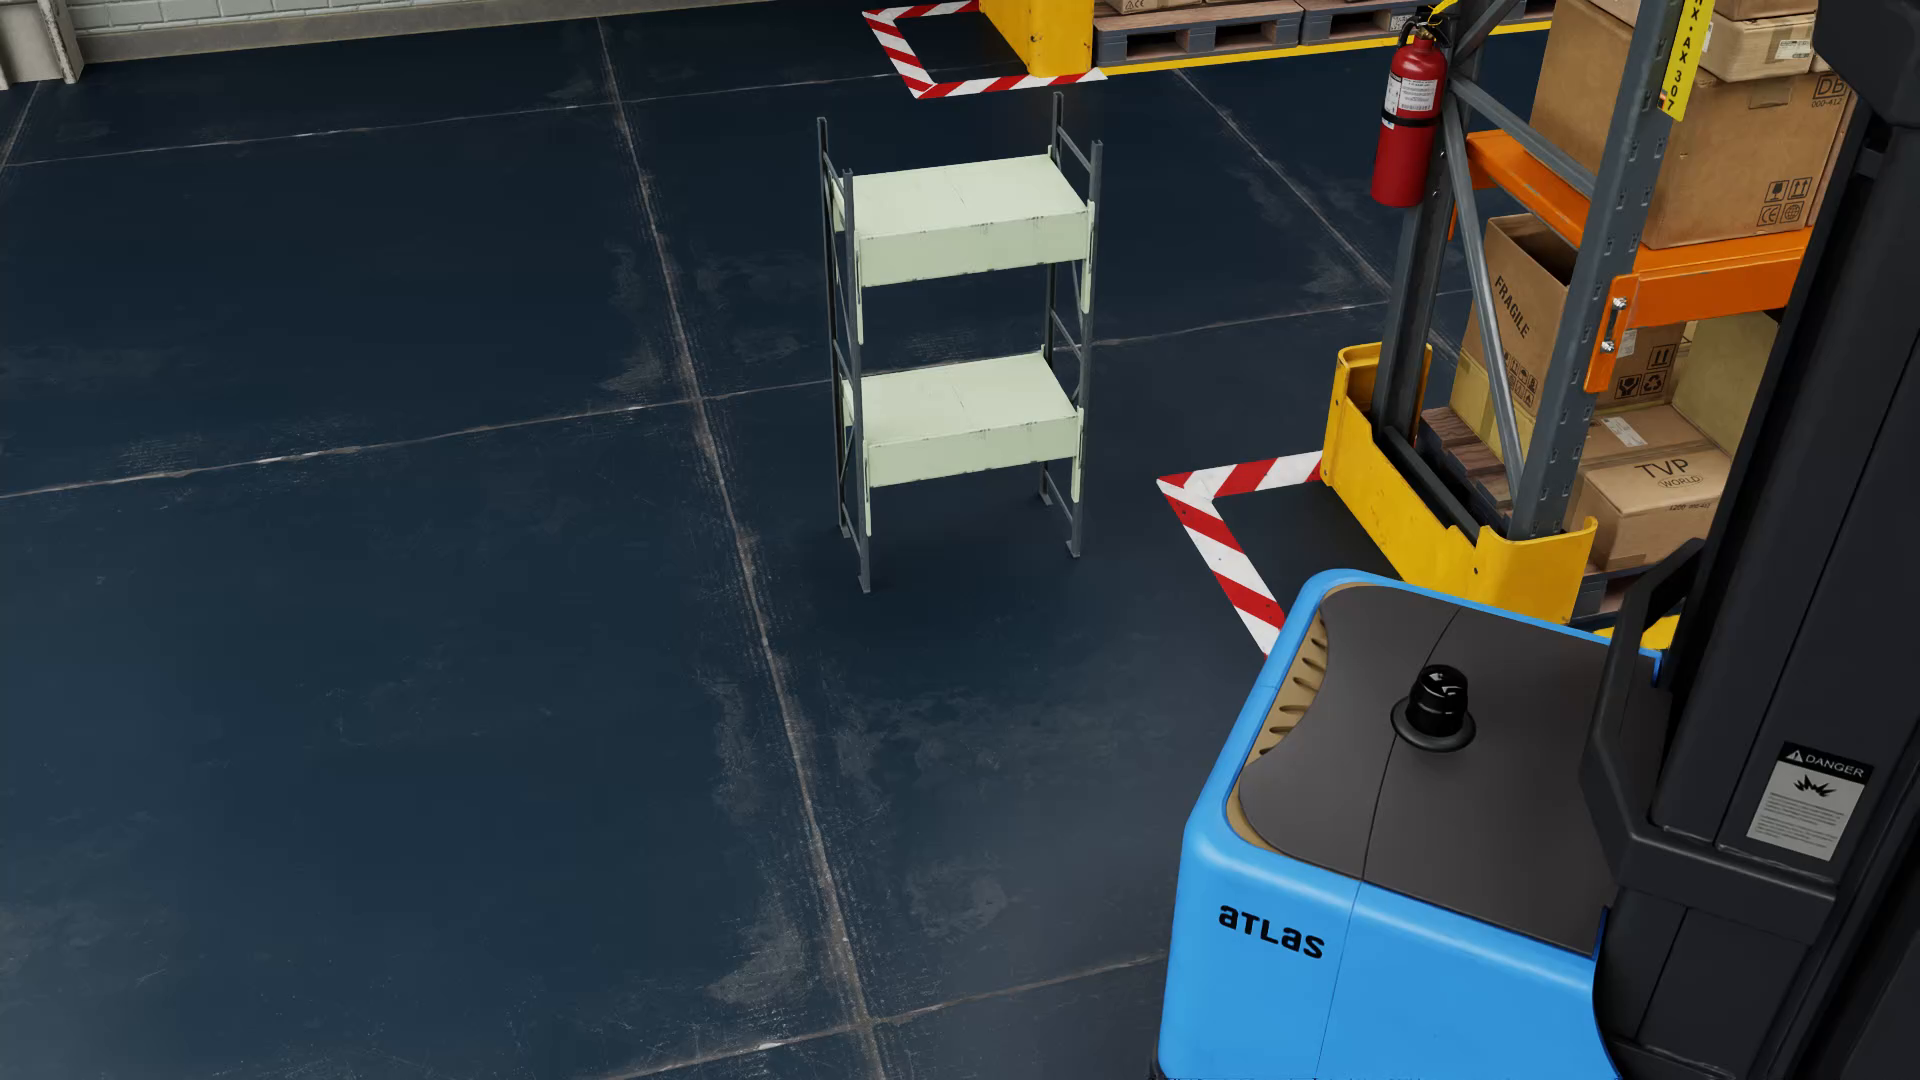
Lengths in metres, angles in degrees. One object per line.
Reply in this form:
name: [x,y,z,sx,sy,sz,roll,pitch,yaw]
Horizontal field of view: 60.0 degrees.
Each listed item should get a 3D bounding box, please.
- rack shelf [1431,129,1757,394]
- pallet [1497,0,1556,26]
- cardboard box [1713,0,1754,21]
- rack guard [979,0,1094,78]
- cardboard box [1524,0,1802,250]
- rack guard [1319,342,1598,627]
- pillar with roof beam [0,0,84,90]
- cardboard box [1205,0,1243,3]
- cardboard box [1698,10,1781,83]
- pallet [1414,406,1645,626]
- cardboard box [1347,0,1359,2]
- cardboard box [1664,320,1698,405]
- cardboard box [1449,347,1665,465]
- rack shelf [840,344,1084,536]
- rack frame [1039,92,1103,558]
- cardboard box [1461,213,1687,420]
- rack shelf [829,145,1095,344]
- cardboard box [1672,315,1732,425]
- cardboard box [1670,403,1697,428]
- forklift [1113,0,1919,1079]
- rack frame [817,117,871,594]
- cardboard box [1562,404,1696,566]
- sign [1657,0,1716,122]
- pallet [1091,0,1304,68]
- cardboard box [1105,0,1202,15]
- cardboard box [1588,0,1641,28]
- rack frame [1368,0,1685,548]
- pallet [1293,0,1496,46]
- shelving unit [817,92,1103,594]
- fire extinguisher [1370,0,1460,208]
rack shelf: [3.568,-1.178,5.413,4.000,0.370,1.077,-9,38,-12]
pallet: [3.565,-3.451,10.087,1.213,0.211,1.003,-9,38,-12]
cardboard box: [2.143,-1.776,4.453,0.500,0.500,0.700,-9,38,-12]
rack guard: [0.416,-3.071,9.353,0.348,0.500,1.175,-9,38,-12]
cardboard box: [2.092,-1.253,4.836,0.500,0.500,0.700,-9,38,-12]
rack guard: [1.614,-0.150,5.534,0.348,0.500,1.175,-9,38,-12]
pillar with roof beam: [-3.877,-3.577,3.020,0.400,9.000,9.100,-9,38,-12]
cardboard box: [1.584,-3.306,9.453,0.500,0.311,0.500,-6,38,-8]
cardboard box: [2.073,-1.380,4.469,0.250,0.149,0.380,-10,38,-12]
pallet: [2.365,-0.185,5.818,1.213,0.211,1.003,-9,38,-12]
cardboard box: [2.306,-3.467,9.509,0.500,0.500,0.700,-12,39,-15]
cardboard box: [2.558,-0.566,5.938,0.500,0.250,0.500,-9,38,-12]
cardboard box: [2.078,-0.479,5.825,0.500,0.250,0.500,-9,38,-12]
rack shelf: [-0.006,-0.336,5.491,0.720,0.370,0.431,-9,38,-12]
rack frame: [0.347,-0.653,5.369,0.023,1.500,0.400,-9,38,-12]
cardboard box: [2.078,-0.779,5.599,0.500,0.500,0.500,-9,38,-12]
rack shelf: [-0.006,-0.905,5.056,0.720,0.370,0.431,-9,38,-12]
cardboard box: [2.696,-0.554,5.305,0.500,0.500,0.500,-9,38,-12]
cardboard box: [2.695,-0.257,5.535,0.500,0.250,0.500,-9,38,-12]
forklift: [1.910,0.361,2.866,3.031,2.935,1.130,16,40,20]
rack frame: [-0.360,-0.537,5.217,0.023,1.500,0.400,-9,38,-12]
cardboard box: [2.213,-0.176,5.428,0.500,0.250,0.500,-9,38,-12]
sign: [1.777,-1.195,4.066,0.005,0.325,0.100,-9,38,-12]
pallet: [1.209,-3.064,9.582,1.213,0.211,1.003,-9,38,-12]
cardboard box: [1.034,-3.215,9.335,0.500,0.311,0.500,-14,39,-17]
cardboard box: [1.957,-1.616,4.778,0.250,0.149,0.380,-10,39,-13]
rack frame: [1.638,-1.146,4.780,0.127,3.000,1.000,-9,38,-12]
pallet: [2.385,-3.255,9.832,1.213,0.211,1.003,-9,38,-12]
shelving unit: [-0.006,-0.595,5.293,0.755,1.500,0.431,-9,38,-12]
fire extinguisher: [1.402,-1.370,5.135,0.183,0.674,0.296,-9,38,-12]
